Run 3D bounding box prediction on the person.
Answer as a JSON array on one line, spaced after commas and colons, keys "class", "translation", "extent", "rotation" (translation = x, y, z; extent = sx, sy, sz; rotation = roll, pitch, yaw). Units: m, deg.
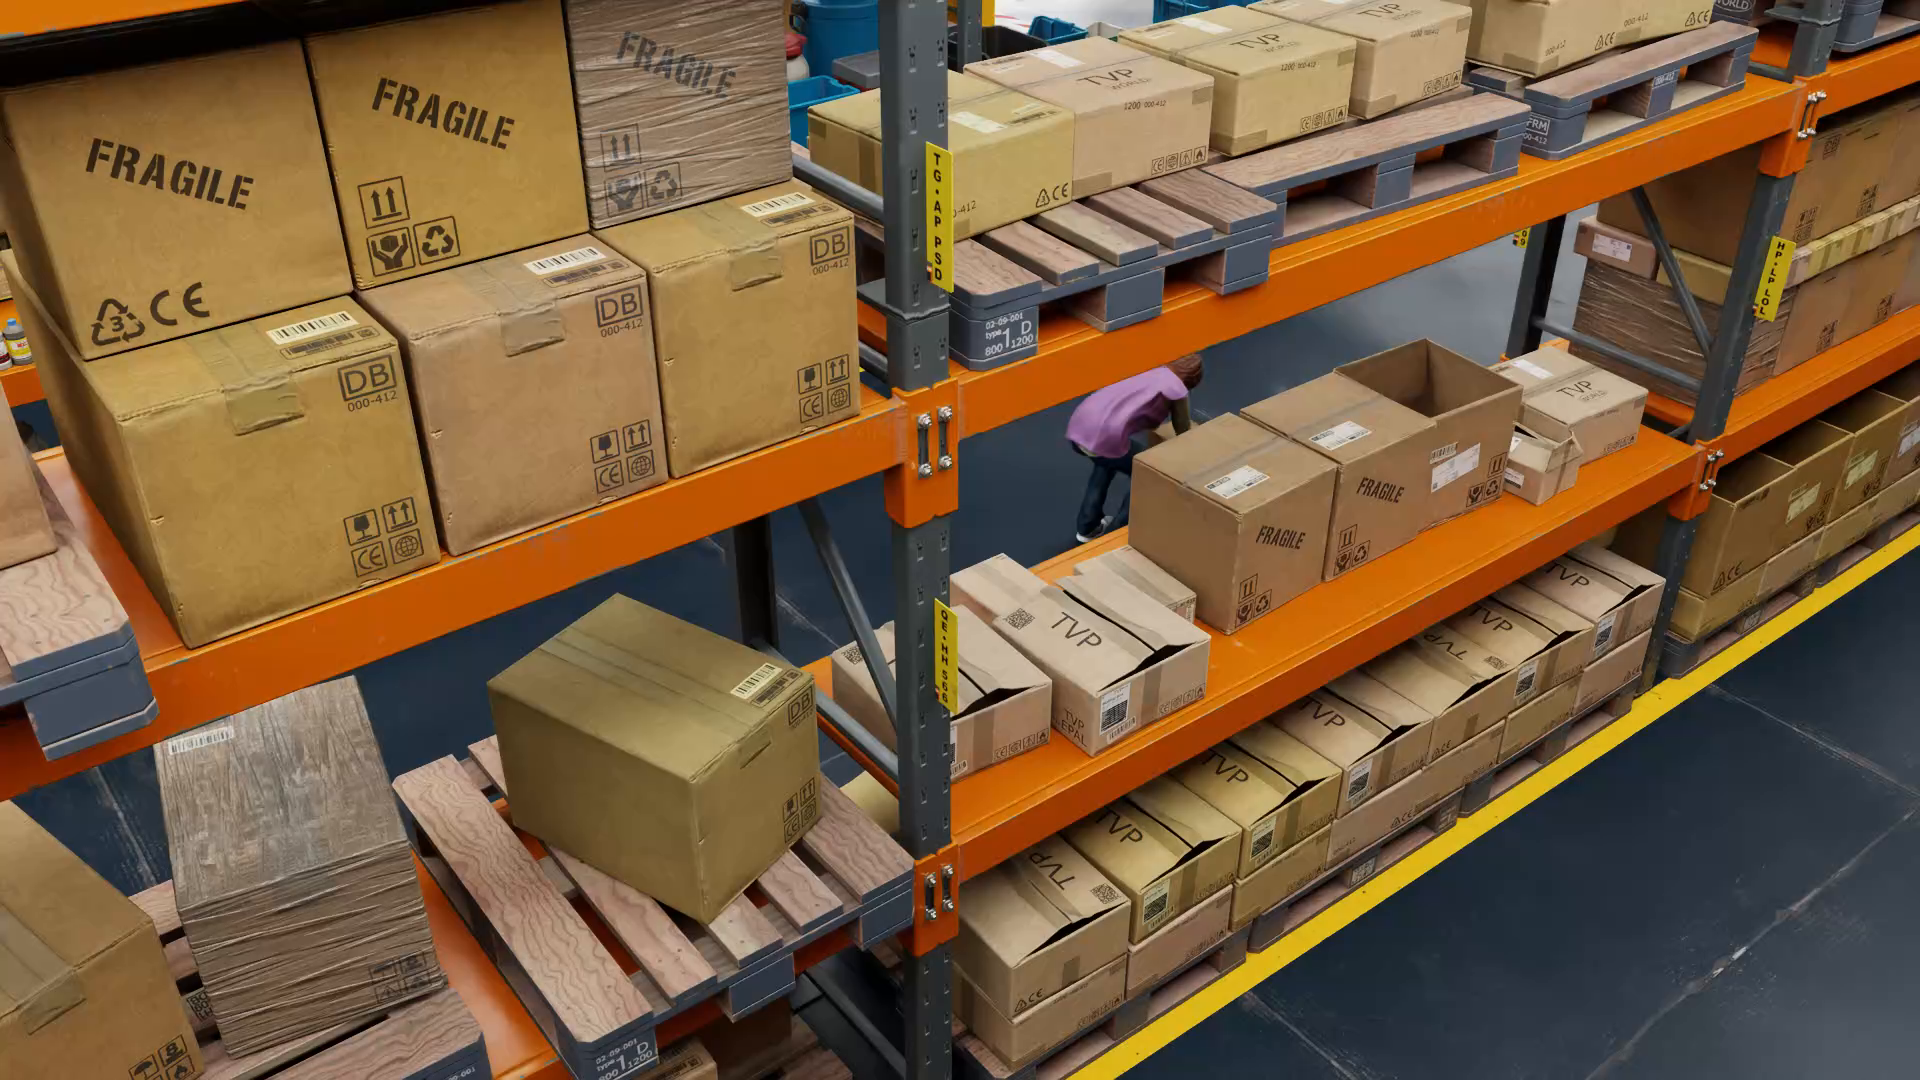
[{"class": "person", "translation": [0.893, -0.431, 8.424], "extent": [0.863, 0.947, 0.425], "rotation": [-25, 40, -33]}]
